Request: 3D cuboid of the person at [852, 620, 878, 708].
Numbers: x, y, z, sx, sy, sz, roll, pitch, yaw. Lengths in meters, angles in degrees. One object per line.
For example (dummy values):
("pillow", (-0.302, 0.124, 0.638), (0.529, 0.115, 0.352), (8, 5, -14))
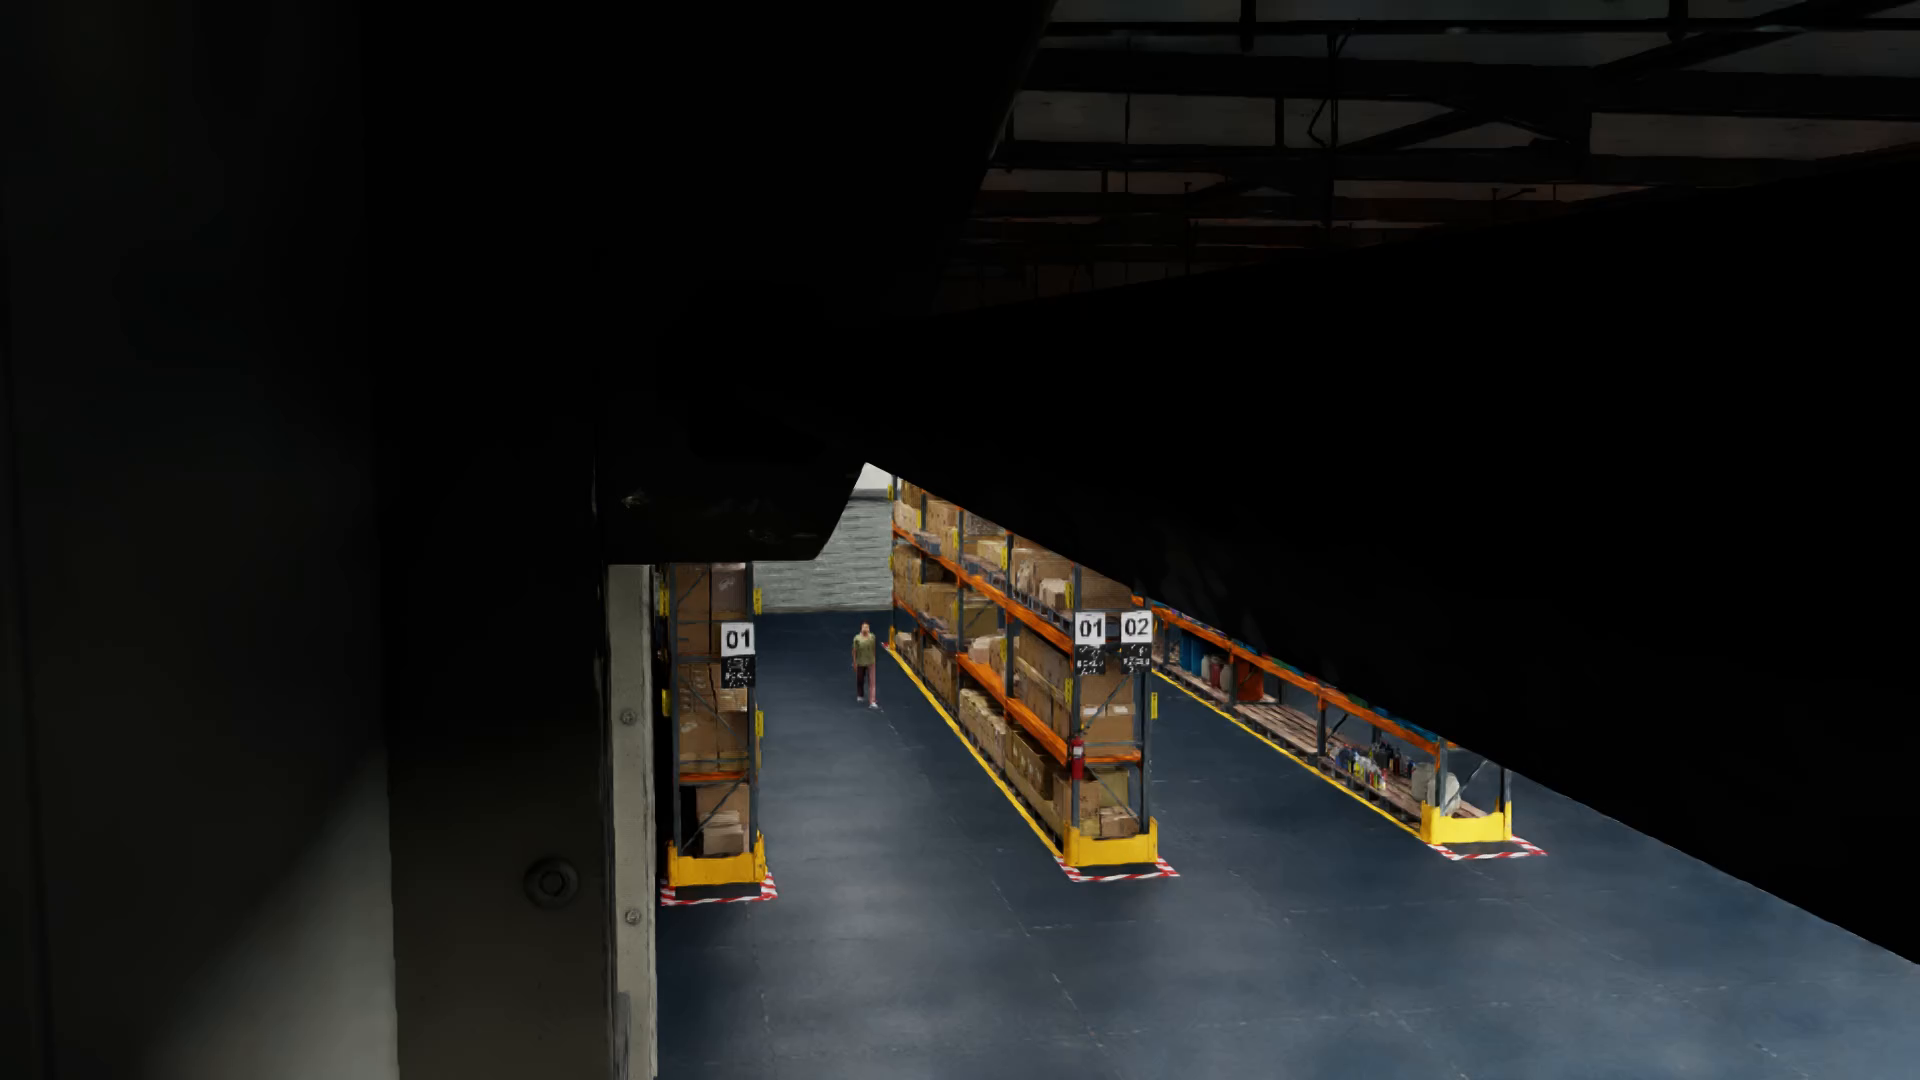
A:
("person", (-1.748, 2.236, 30.438), (0.448, 1.590, 1.110), (-1, 6, -8))
